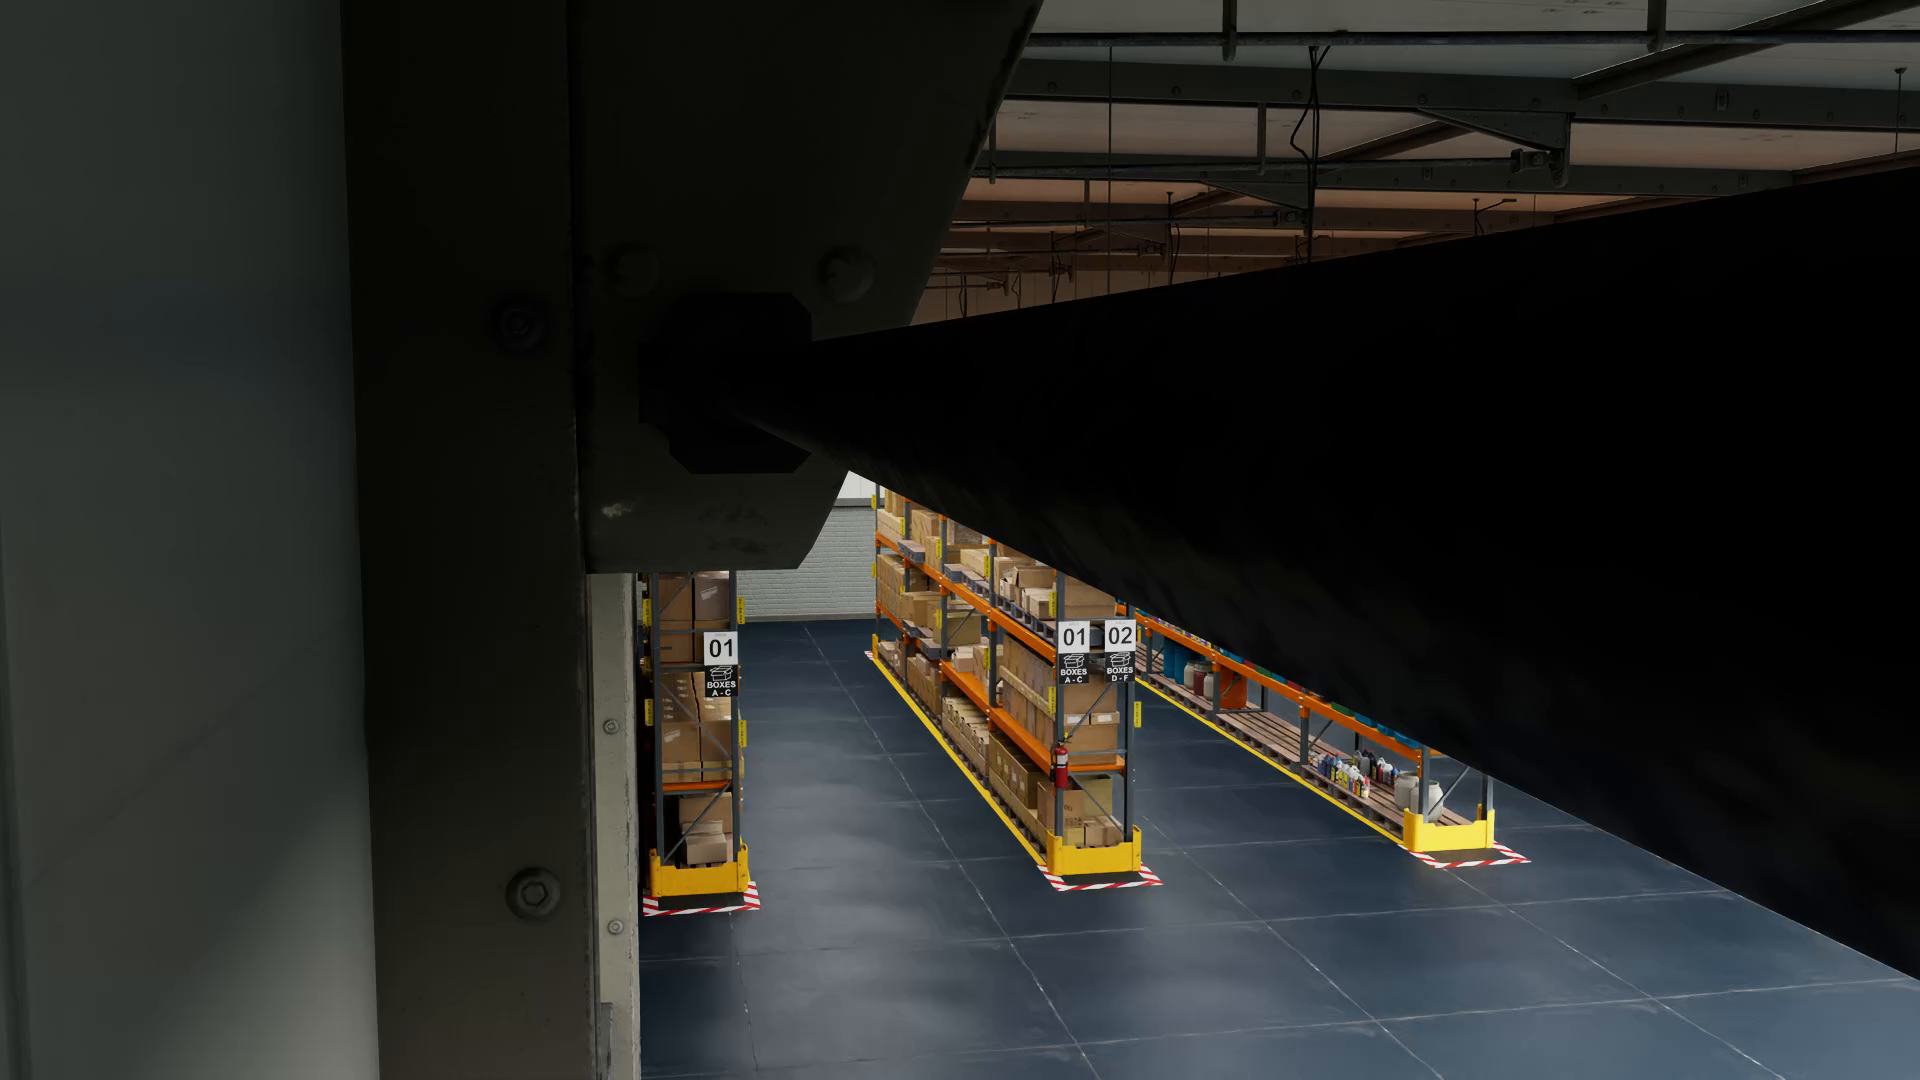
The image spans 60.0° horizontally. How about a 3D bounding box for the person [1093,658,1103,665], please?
[{"bbox_3d":[2.728,2.051,33.175,0.667,1.785,0.711,0,6,5],"label":"person"}]
